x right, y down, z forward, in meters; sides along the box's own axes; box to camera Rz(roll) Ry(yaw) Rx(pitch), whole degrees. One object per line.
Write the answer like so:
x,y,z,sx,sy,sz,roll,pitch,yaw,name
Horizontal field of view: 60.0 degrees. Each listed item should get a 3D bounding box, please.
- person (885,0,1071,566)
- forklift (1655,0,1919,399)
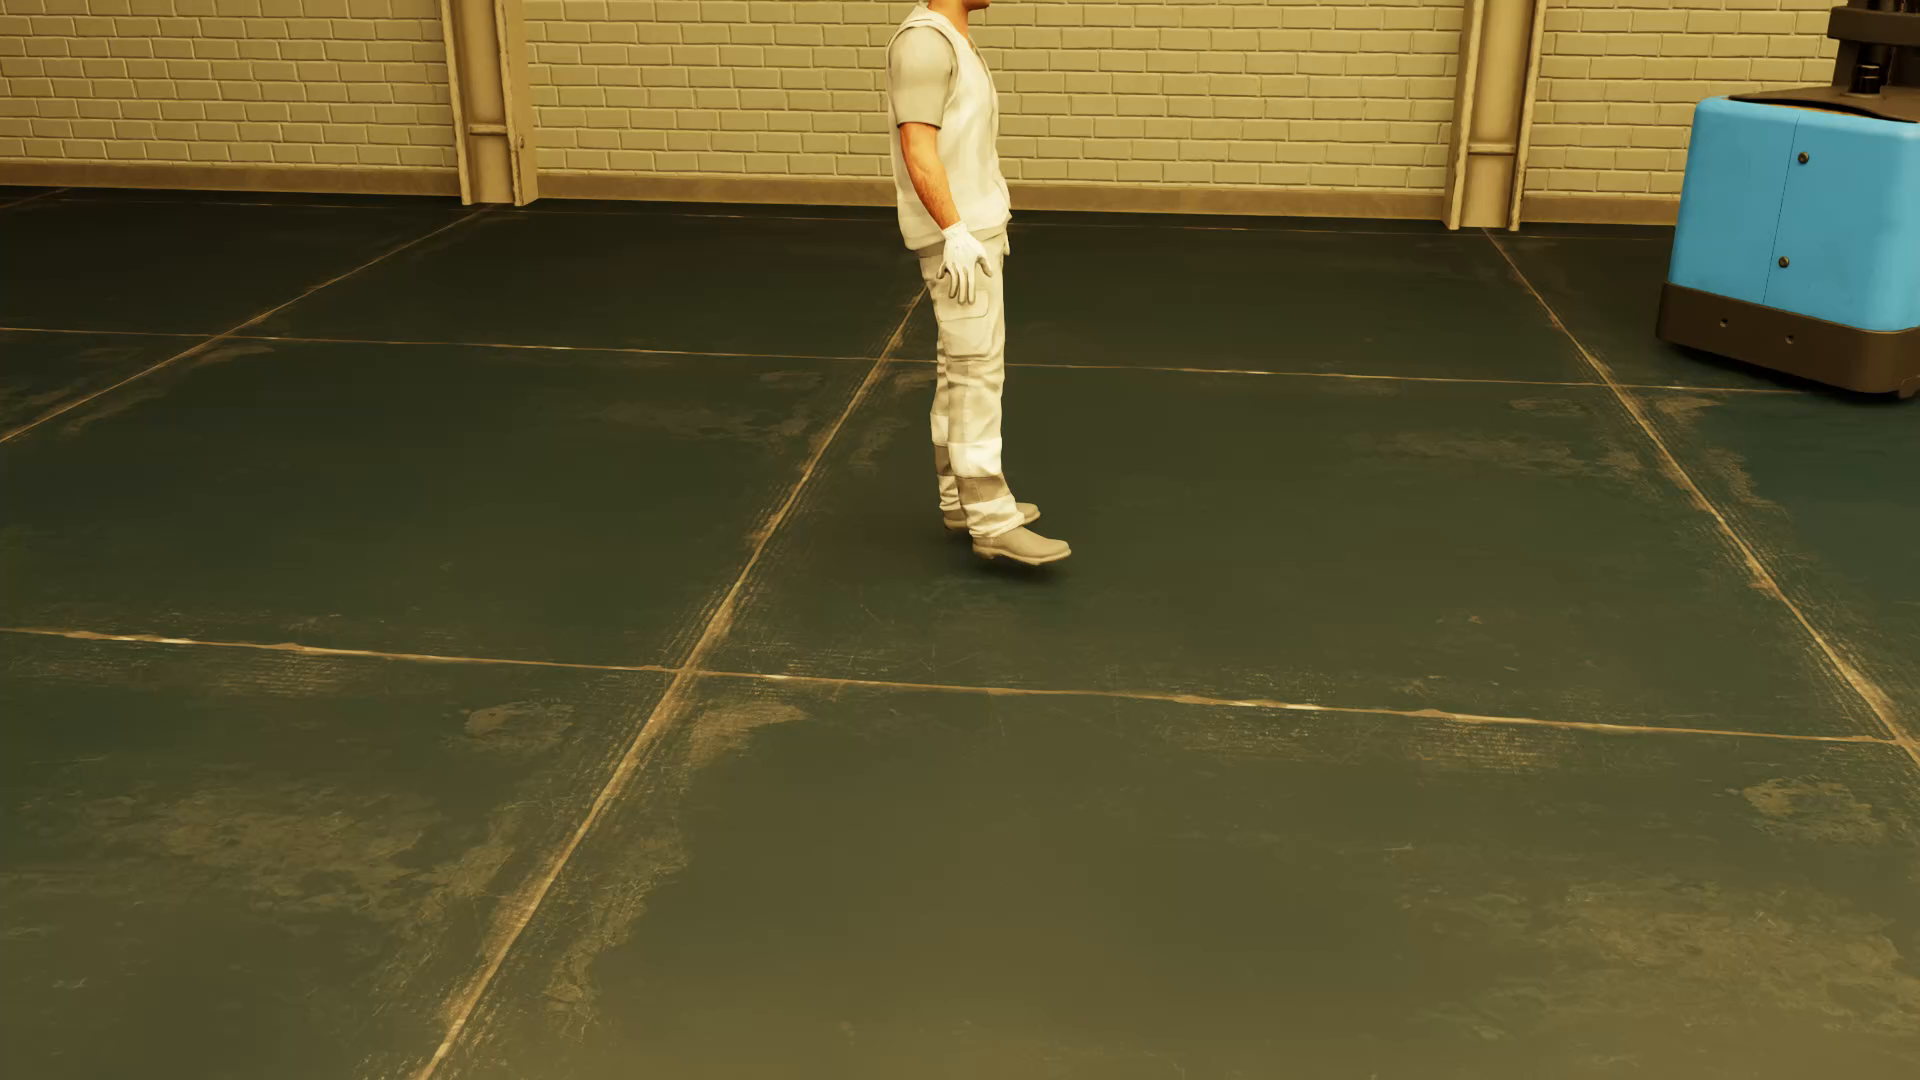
0.078,-0.866,4.805,0.561,1.789,0.637,3,22,7,person
4.533,-2.291,6.943,3.031,2.935,1.130,-12,25,-27,forklift
